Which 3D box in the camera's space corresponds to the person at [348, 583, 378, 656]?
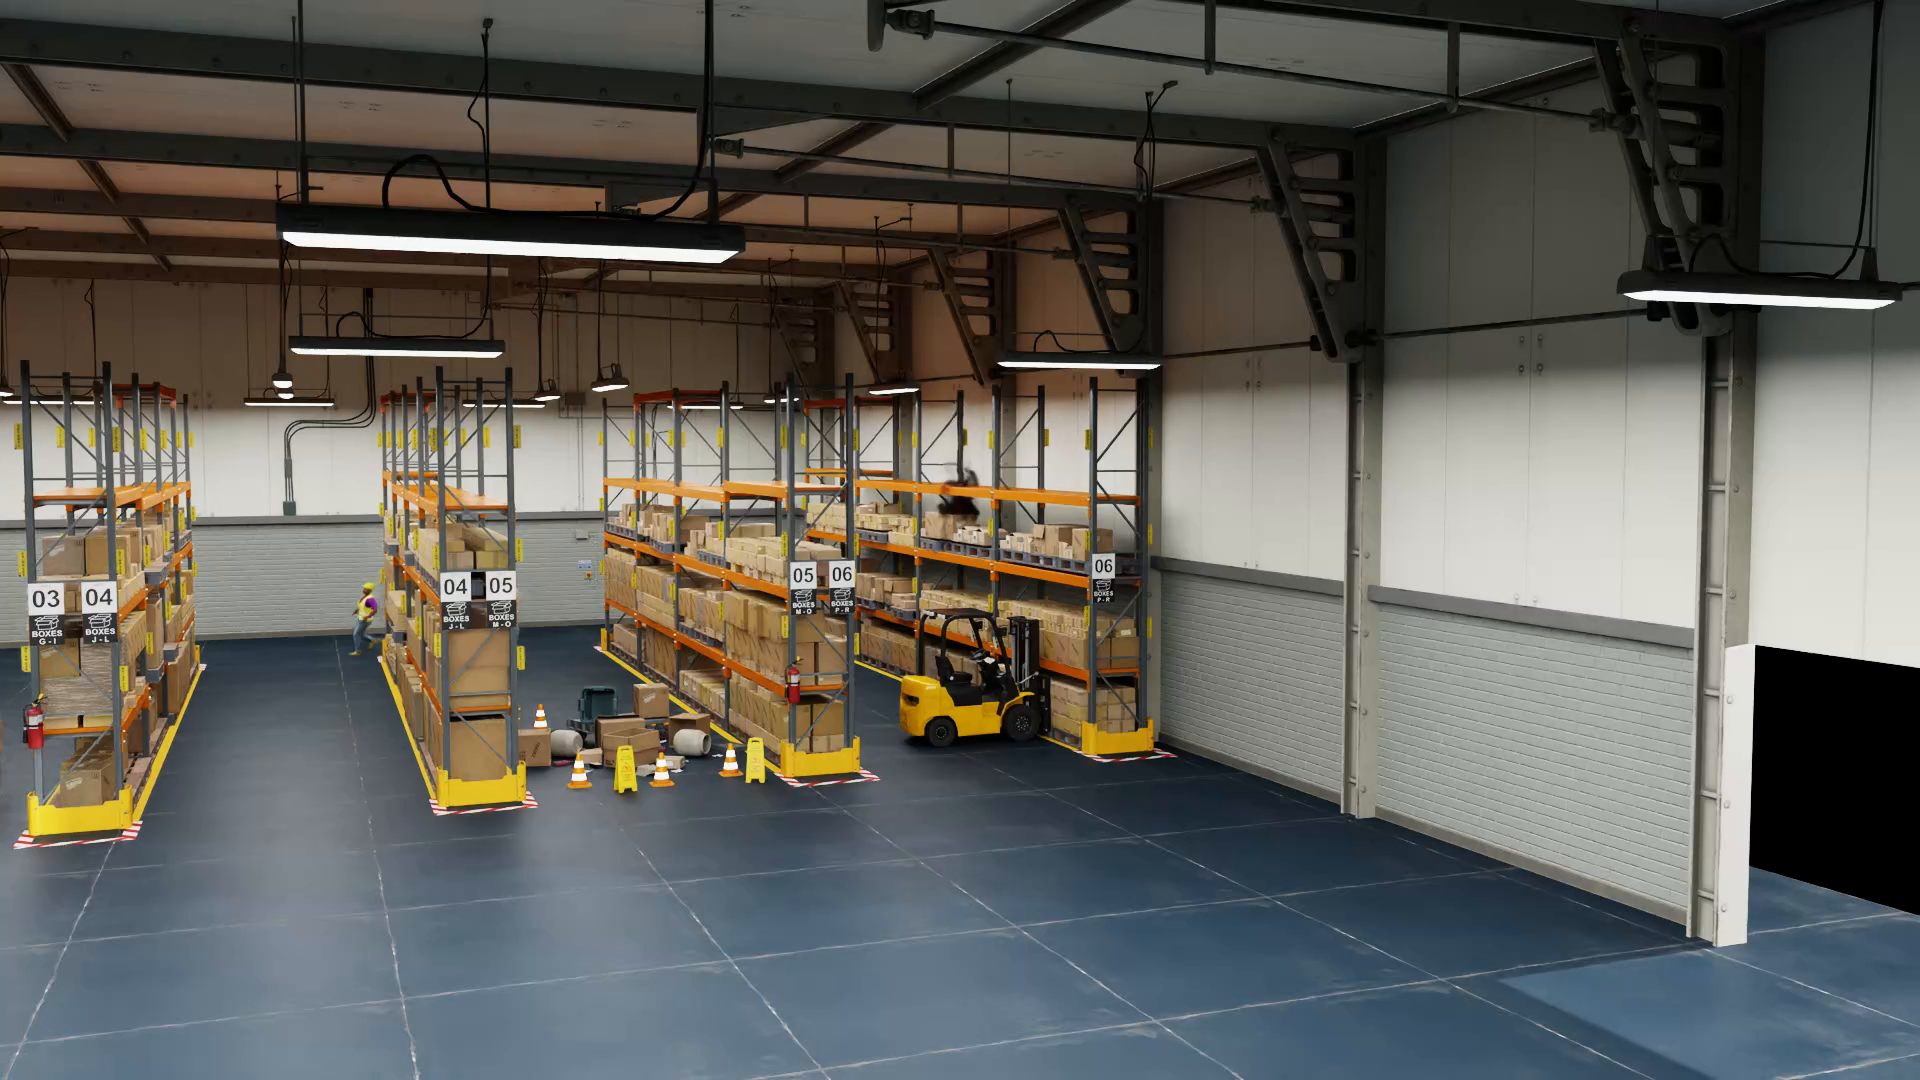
[{"bbox_3d":[-13.796,1.834,38.535,0.658,1.701,0.753,-2,4,-36],"label":"person"}]
